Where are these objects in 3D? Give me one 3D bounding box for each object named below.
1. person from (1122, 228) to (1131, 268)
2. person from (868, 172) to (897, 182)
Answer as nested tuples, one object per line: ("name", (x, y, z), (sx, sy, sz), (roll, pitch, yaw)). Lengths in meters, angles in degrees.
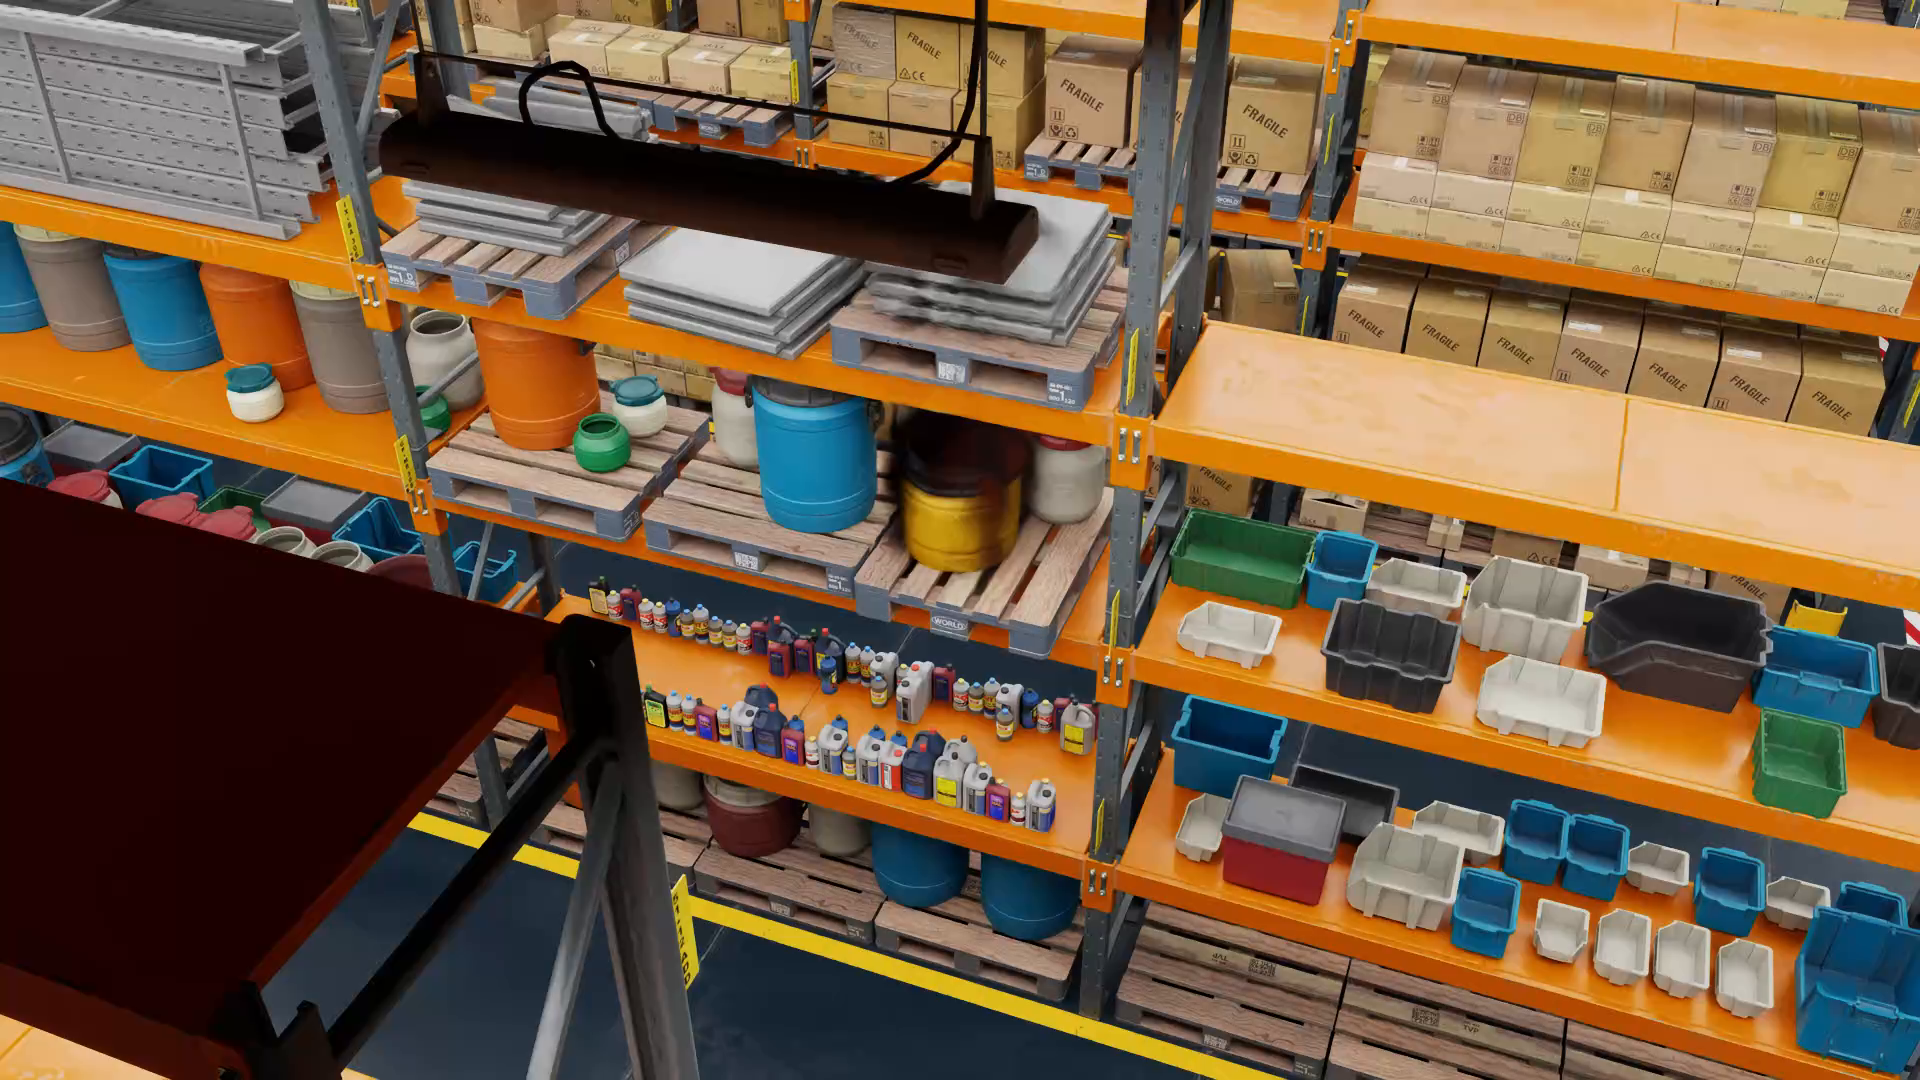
("person", (1.662, -2.092, 14.910), (0.593, 1.569, 0.606), (9, 37, 12))
("person", (-0.638, -2.893, 15.855), (0.586, 1.736, 0.630), (-7, 37, -9))
